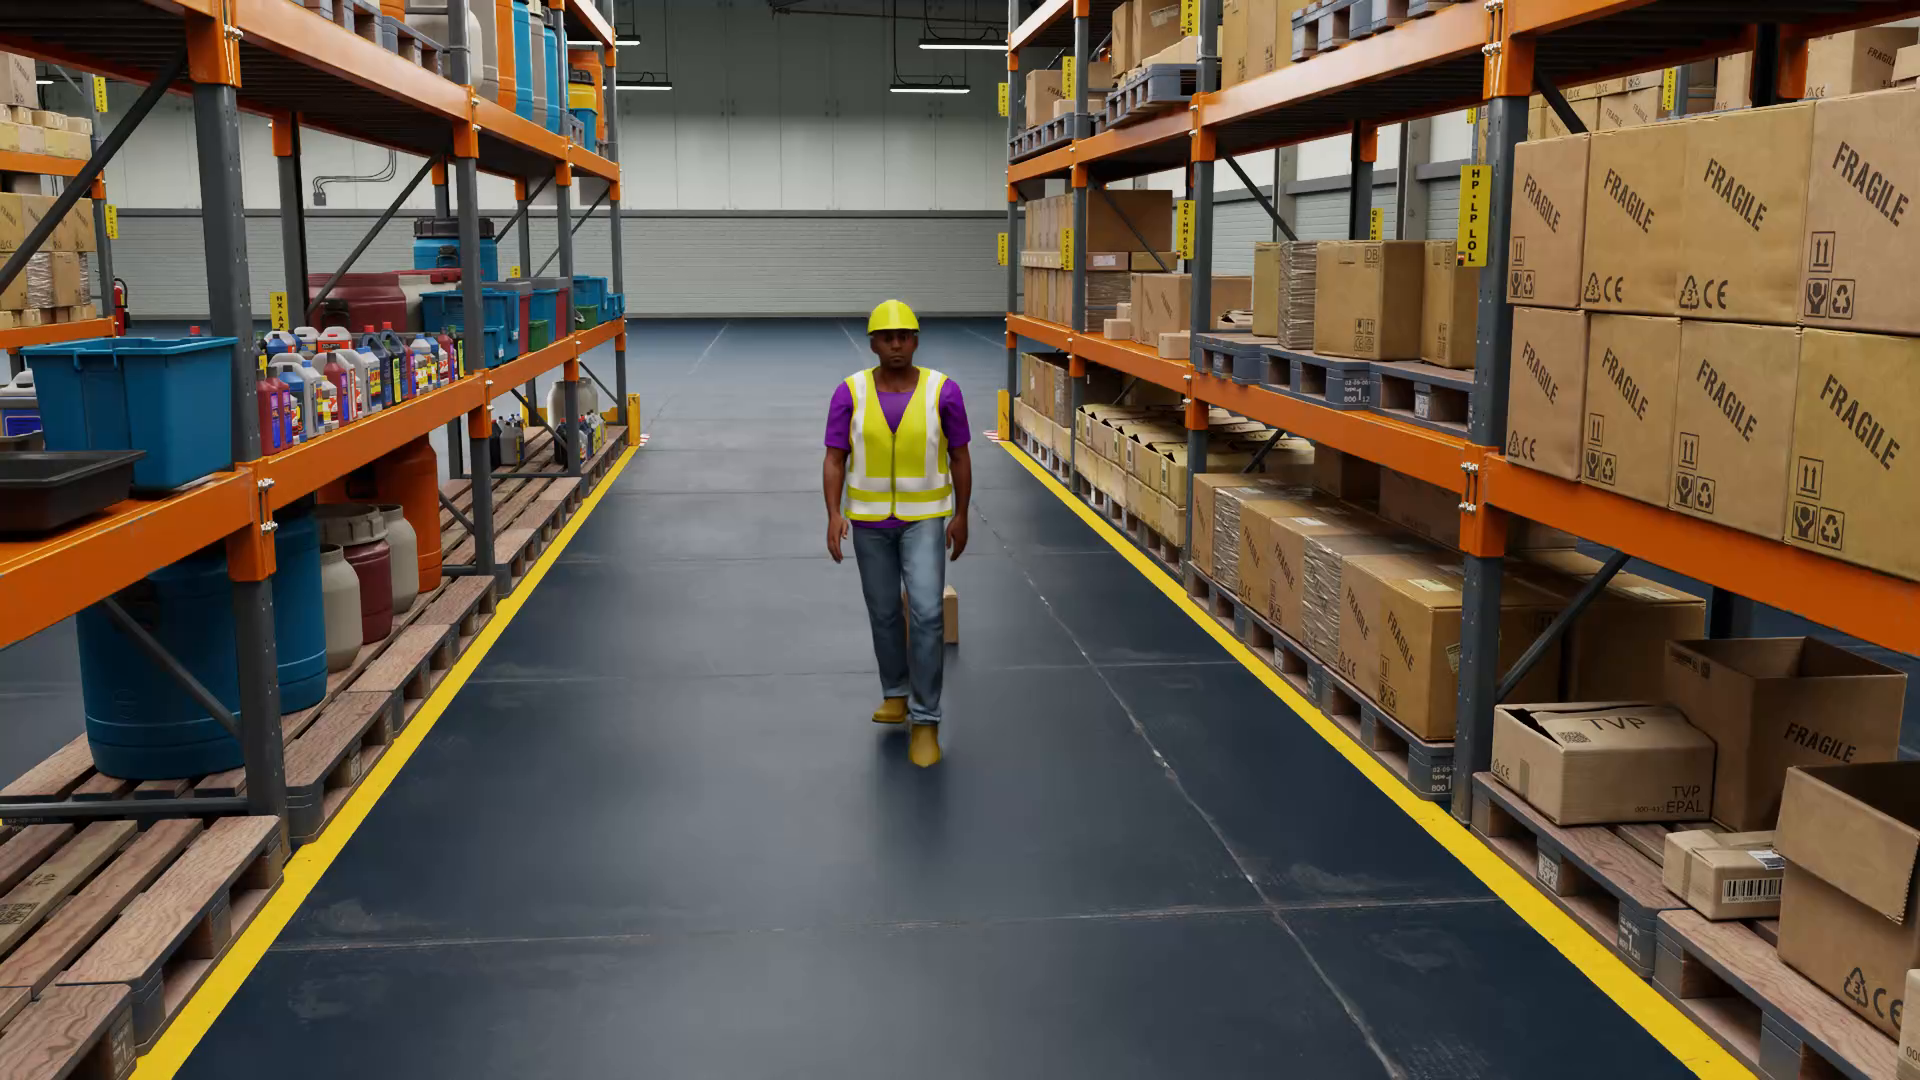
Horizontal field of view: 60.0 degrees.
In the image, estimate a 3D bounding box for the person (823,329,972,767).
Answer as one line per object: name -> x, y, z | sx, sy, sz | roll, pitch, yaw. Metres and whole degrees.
person -> -0.256, -0.023, 6.631 | 0.583, 1.779, 0.692 | 1, 10, 5
